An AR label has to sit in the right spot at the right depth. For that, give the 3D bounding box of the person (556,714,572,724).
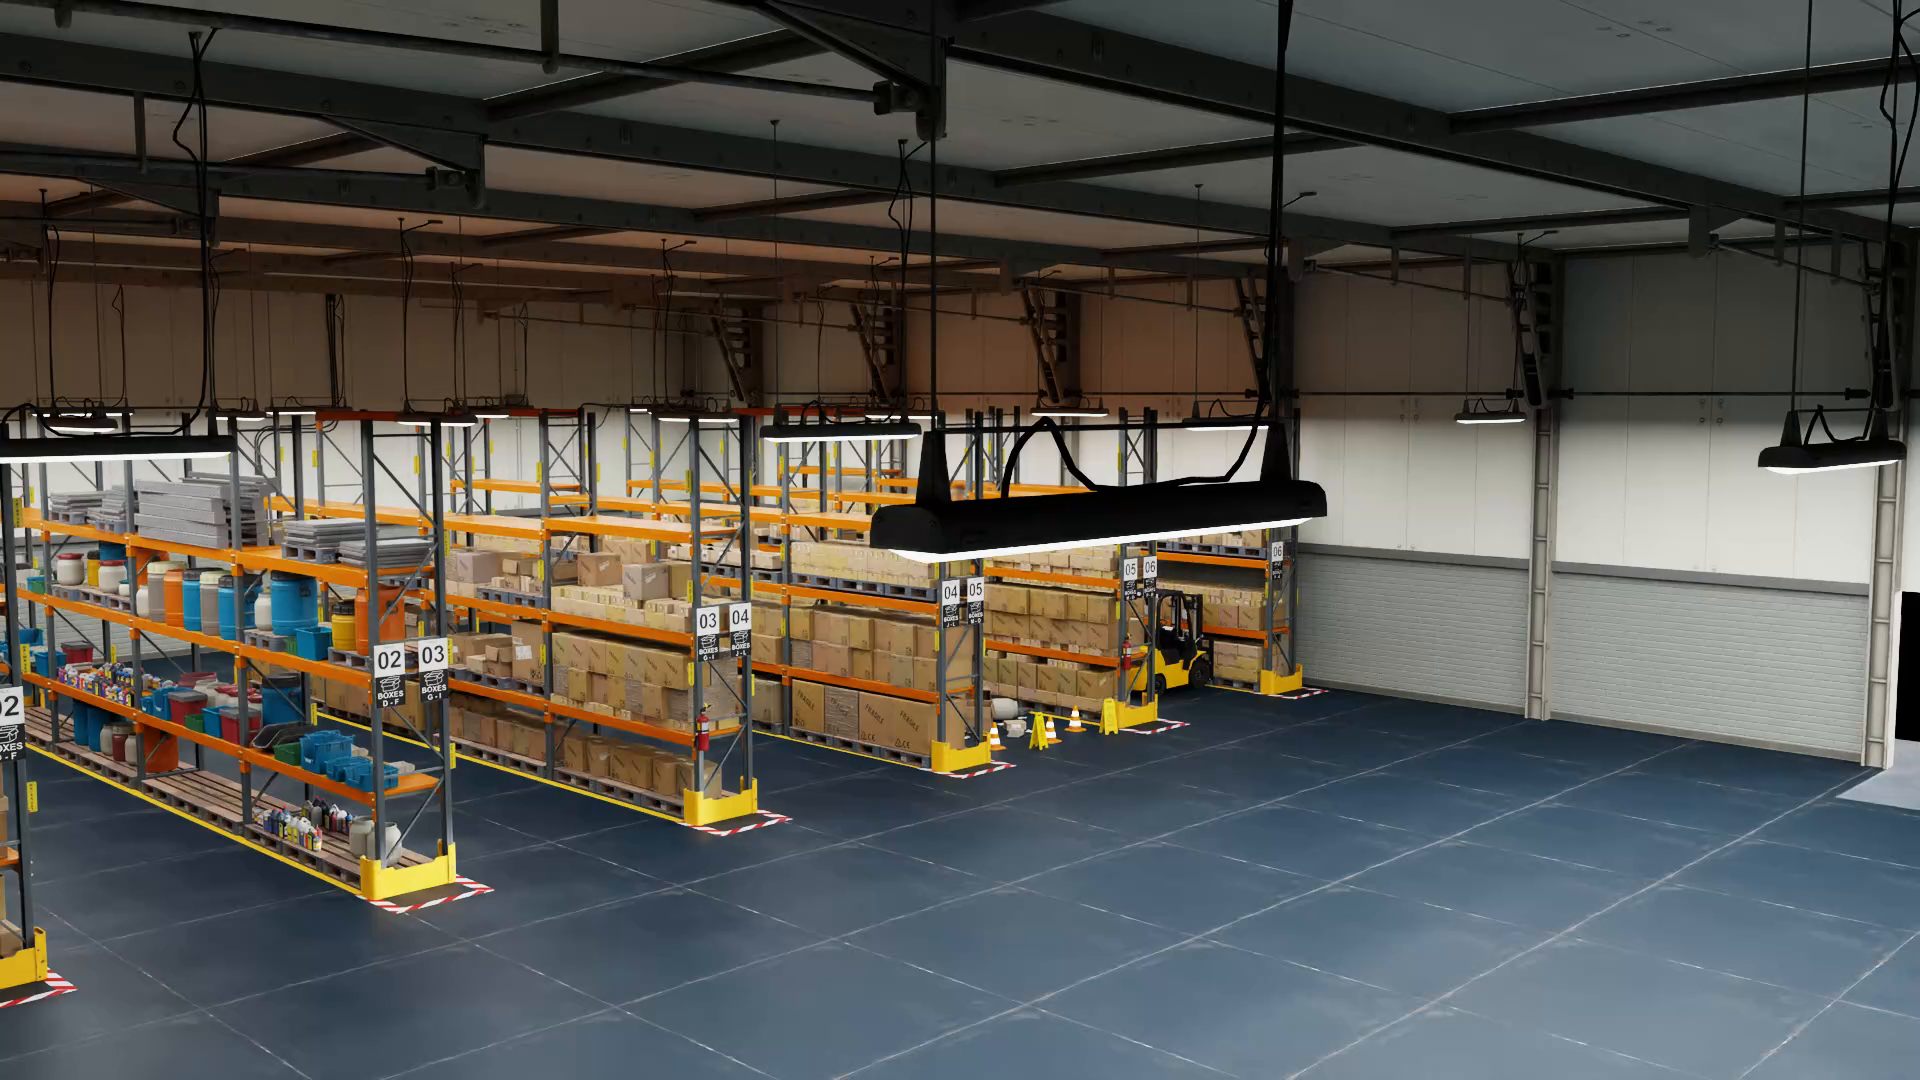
[{"bbox_3d":[-7.246,2.811,30.931,0.776,1.576,0.568,2,6,24],"label":"person"}]

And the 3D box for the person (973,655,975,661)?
[{"bbox_3d":[0.385,2.246,37.507,0.836,1.551,0.696,3,6,32],"label":"person"}]

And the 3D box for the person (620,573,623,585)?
[{"bbox_3d":[-9.248,1.481,45.110,0.645,1.783,0.849,3,6,31],"label":"person"}]
